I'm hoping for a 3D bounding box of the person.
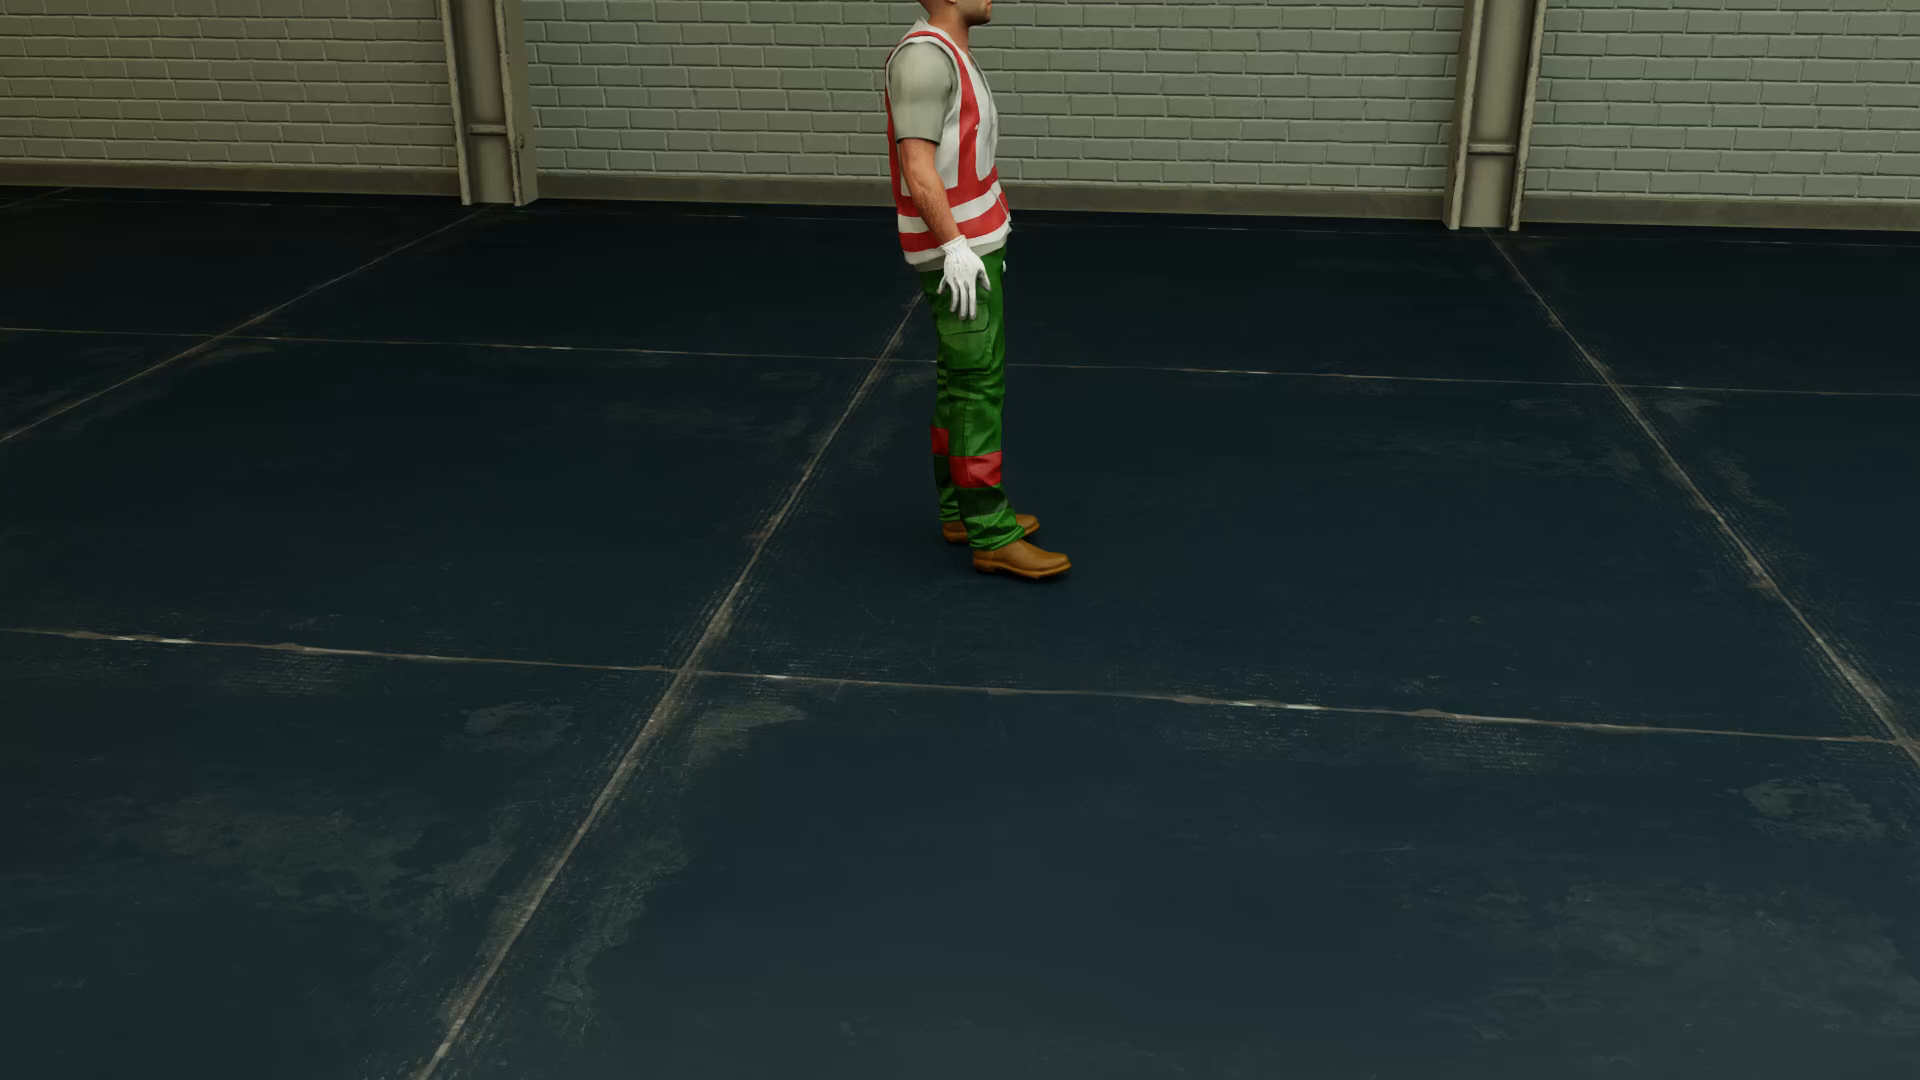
[{"bbox_3d":[0.078,-0.828,4.819,0.564,1.787,0.637,3,22,7],"label":"person"}]
